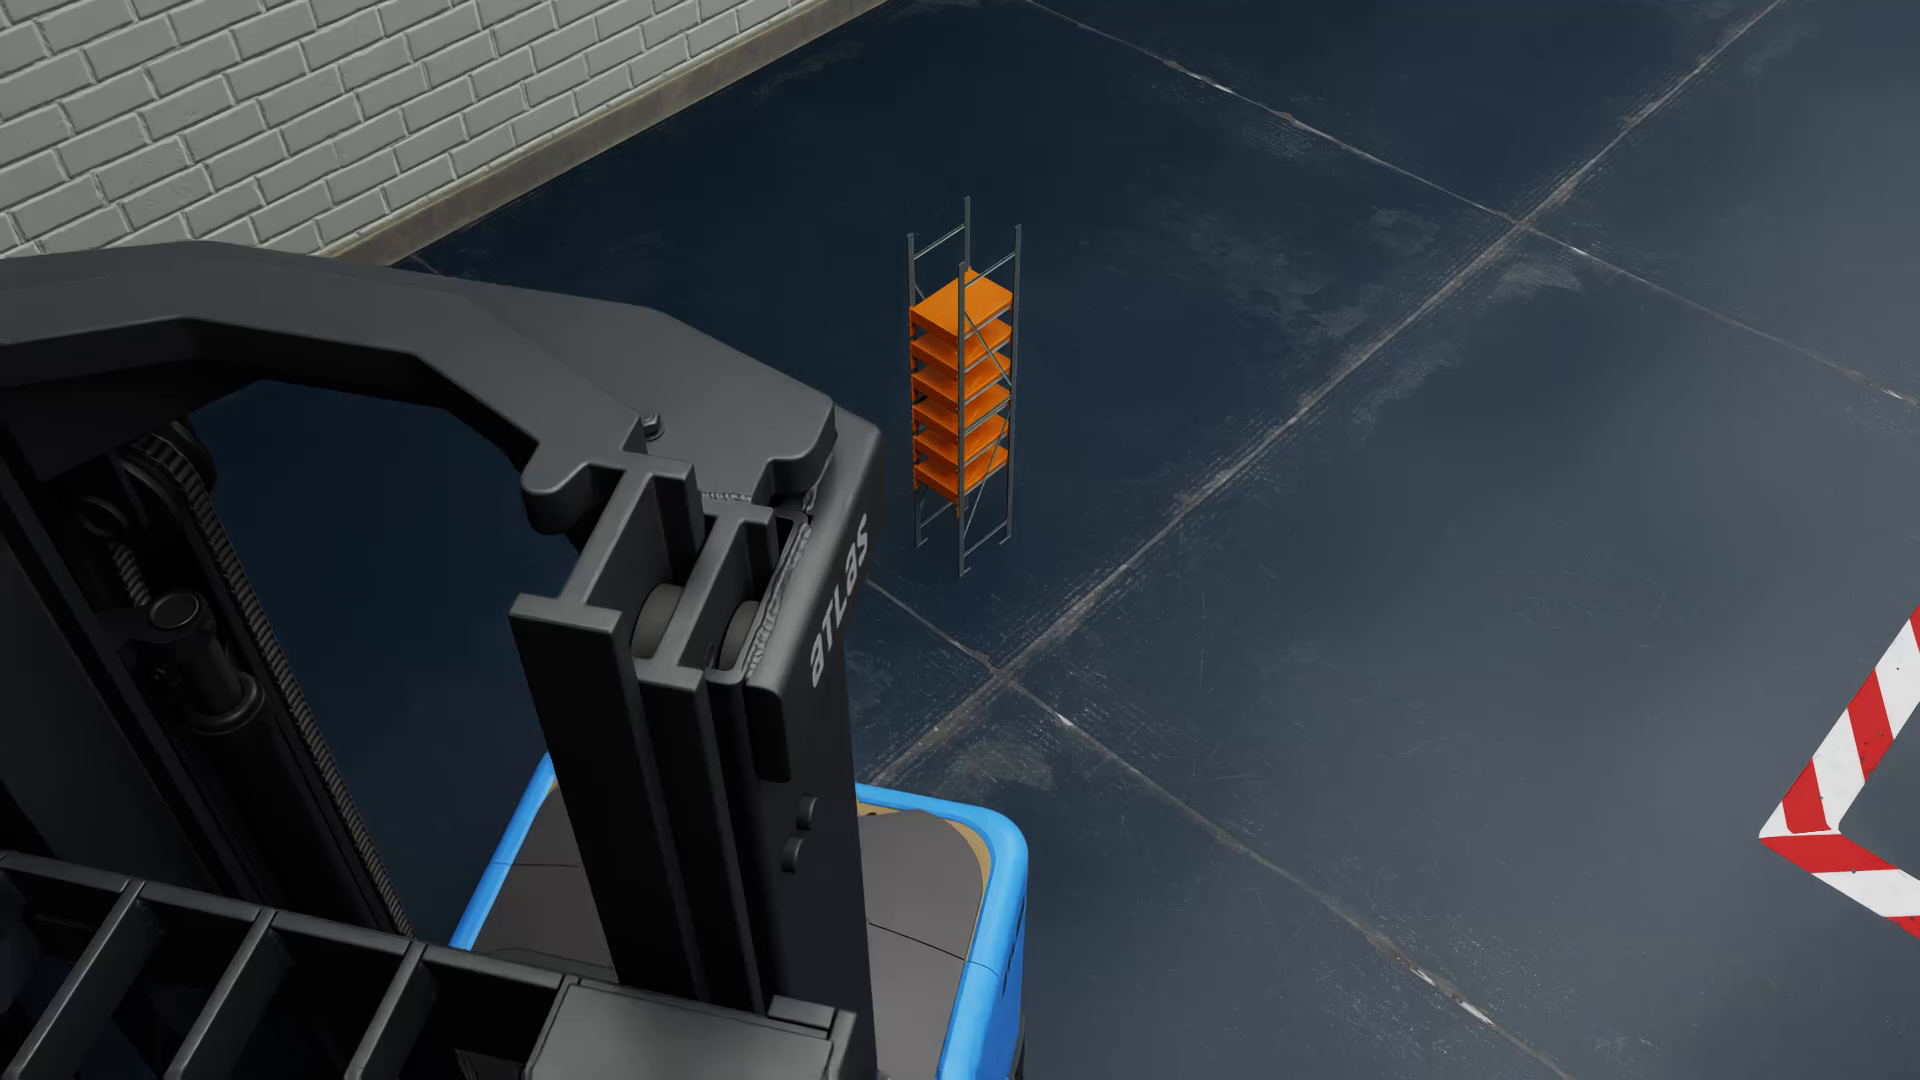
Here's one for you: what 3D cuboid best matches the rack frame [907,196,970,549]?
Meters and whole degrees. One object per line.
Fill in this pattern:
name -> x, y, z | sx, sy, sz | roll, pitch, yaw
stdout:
rack frame -> -0.057, -0.449, 4.848 | 0.006, 1.200, 0.240 | 34, 55, 28

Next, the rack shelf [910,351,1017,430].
rack shelf -> 0.011, -0.455, 4.751 | 0.180, 0.103, 0.258 | 34, 55, 28

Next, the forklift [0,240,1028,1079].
forklift -> -0.685, 1.242, 2.073 | 1.130, 2.935, 3.031 | 10, 48, 9

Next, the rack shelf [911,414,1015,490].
rack shelf -> 0.011, -0.291, 4.926 | 0.180, 0.103, 0.258 | 34, 55, 28

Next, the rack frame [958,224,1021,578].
rack frame -> 0.078, -0.358, 4.763 | 0.006, 1.200, 0.240 | 34, 55, 28

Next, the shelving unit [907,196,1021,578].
shelving unit -> 0.011, -0.404, 4.806 | 0.189, 1.200, 0.258 | 34, 55, 28

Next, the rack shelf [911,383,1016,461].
rack shelf -> 0.011, -0.373, 4.838 | 0.180, 0.103, 0.258 | 34, 55, 28

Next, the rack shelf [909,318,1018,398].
rack shelf -> 0.011, -0.537, 4.663 | 0.180, 0.103, 0.258 | 34, 55, 28

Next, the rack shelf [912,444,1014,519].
rack shelf -> 0.011, -0.209, 5.013 | 0.180, 0.103, 0.258 | 34, 55, 28

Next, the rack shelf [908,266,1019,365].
rack shelf -> 0.011, -0.620, 4.576 | 0.180, 0.103, 0.258 | 34, 55, 28
